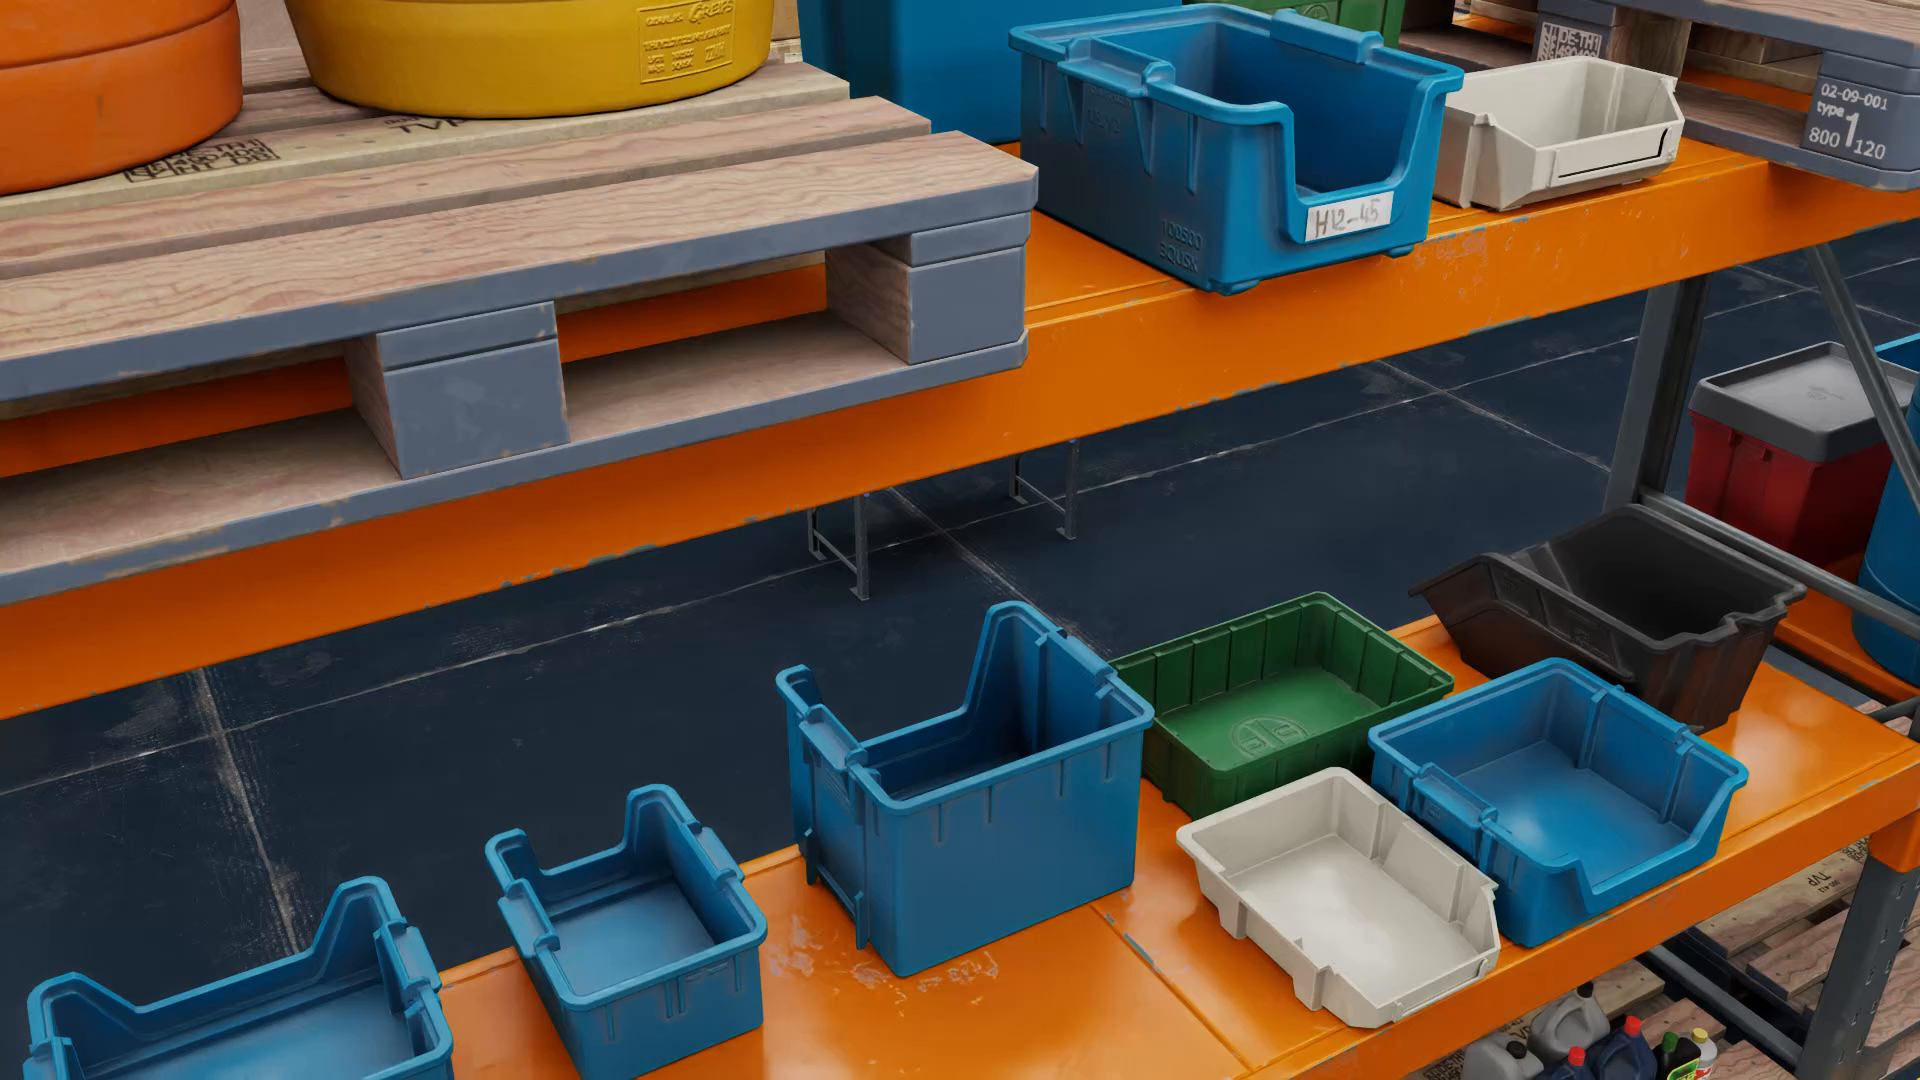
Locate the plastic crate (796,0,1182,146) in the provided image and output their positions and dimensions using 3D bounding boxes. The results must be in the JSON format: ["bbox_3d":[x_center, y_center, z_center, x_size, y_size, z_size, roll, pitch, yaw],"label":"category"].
[{"bbox_3d":[0.045,-0.852,2.602,0.575,0.384,0.392,-16,33,-26],"label":"plastic crate"}]

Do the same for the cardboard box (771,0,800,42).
[{"bbox_3d":[-0.883,-2.498,7.225,0.500,0.500,0.700,-16,33,-26],"label":"cardboard box"}]

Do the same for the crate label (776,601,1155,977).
[{"bbox_3d":[0.004,0.468,3.262,0.616,0.435,0.502,-16,33,-26],"label":"crate label"}]

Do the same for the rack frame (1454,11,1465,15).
[{"bbox_3d":[2.945,-2.976,9.539,0.127,3.000,1.000,-16,33,-26],"label":"rack frame"}]

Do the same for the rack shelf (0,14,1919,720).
[{"bbox_3d":[0.278,-0.442,2.586,4.000,0.370,1.077,-16,33,-26],"label":"rack shelf"}]

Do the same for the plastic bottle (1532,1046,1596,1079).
[{"bbox_3d":[1.428,1.359,3.969,0.185,0.351,0.144,-18,33,-29],"label":"plastic bottle"}]

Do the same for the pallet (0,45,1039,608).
[{"bbox_3d":[-0.683,-0.346,1.864,1.213,0.211,1.003,-16,33,-26],"label":"pallet"}]

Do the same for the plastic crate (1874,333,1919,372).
[{"bbox_3d":[2.796,-0.325,4.752,0.575,0.384,0.392,-16,33,-26],"label":"plastic crate"}]

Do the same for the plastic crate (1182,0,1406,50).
[{"bbox_3d":[0.504,-0.881,2.856,0.450,0.188,0.336,-16,33,-26],"label":"plastic crate"}]

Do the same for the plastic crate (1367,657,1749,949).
[{"bbox_3d":[1.186,0.516,3.364,0.616,0.251,0.499,-16,33,-26],"label":"plastic crate"}]

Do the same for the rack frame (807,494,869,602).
[{"bbox_3d":[-0.512,-0.511,6.624,0.032,1.500,0.500,-16,33,-26],"label":"rack frame"}]

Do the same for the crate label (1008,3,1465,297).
[{"bbox_3d":[0.335,-0.522,2.142,0.408,0.251,0.502,-16,33,-26],"label":"crate label"}]

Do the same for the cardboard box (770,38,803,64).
[{"bbox_3d":[-0.844,-2.110,7.193,0.250,0.149,0.380,-17,33,-27],"label":"cardboard box"}]

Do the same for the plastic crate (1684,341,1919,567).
[{"bbox_3d":[2.265,-0.207,4.454,0.583,0.464,0.402,-16,33,-26],"label":"plastic crate"}]

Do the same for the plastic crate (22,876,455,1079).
[{"bbox_3d":[-1.166,0.864,2.733,0.616,0.251,0.499,-16,33,-26],"label":"plastic crate"}]

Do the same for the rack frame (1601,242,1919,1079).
[{"bbox_3d":[2.003,0.067,4.024,0.127,3.000,1.000,-16,33,-26],"label":"rack frame"}]

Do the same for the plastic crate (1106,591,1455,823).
[{"bbox_3d":[0.689,0.375,3.686,0.662,0.188,0.450,-16,33,-26],"label":"plastic crate"}]

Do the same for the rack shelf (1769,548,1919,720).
[{"bbox_3d":[3.727,-0.107,5.085,4.000,0.370,1.077,-16,33,-26],"label":"rack shelf"}]

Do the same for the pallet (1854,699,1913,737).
[{"bbox_3d":[3.713,0.779,5.620,1.213,0.211,1.003,-16,33,-26],"label":"pallet"}]

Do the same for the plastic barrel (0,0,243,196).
[{"bbox_3d":[-1.091,-0.811,1.631,0.708,0.830,0.600,-16,33,-26],"label":"plastic barrel"}]

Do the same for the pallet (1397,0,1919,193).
[{"bbox_3d":[1.430,-0.946,2.951,1.003,0.211,1.213,-16,33,-26],"label":"pallet"}]

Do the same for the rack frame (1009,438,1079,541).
[{"bbox_3d":[0.365,-0.760,7.075,0.032,1.500,0.500,-16,33,-26],"label":"rack frame"}]

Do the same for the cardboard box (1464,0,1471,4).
[{"bbox_3d":[3.431,-3.405,9.778,0.700,0.500,0.500,22,36,34],"label":"cardboard box"}]

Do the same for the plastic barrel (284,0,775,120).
[{"bbox_3d":[-0.528,-0.865,1.980,0.600,0.588,0.600,0,29,0],"label":"plastic barrel"}]

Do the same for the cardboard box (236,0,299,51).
[{"bbox_3d":[-2.613,-2.007,6.335,0.500,0.500,0.700,-16,33,-26],"label":"cardboard box"}]

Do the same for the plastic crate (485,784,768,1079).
[{"bbox_3d":[-0.603,0.708,3.017,0.408,0.251,0.499,-16,33,-26],"label":"plastic crate"}]

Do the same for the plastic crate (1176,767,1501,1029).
[{"bbox_3d":[0.731,0.686,3.176,0.437,0.136,0.530,-16,33,-26],"label":"plastic crate"}]

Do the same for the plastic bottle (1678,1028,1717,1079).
[{"bbox_3d":[1.848,1.318,4.198,0.097,0.201,0.097,0,29,0],"label":"plastic bottle"}]

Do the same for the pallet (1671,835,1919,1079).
[{"bbox_3d":[2.660,1.080,5.075,1.213,0.211,1.003,-16,33,-26],"label":"pallet"}]

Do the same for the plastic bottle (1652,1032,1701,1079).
[{"bbox_3d":[1.755,1.319,4.112,0.133,0.283,0.061,-14,32,-24],"label":"plastic bottle"}]

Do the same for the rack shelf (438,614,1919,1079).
[{"bbox_3d":[0.278,0.872,3.311,4.000,0.370,1.077,-16,33,-26],"label":"rack shelf"}]

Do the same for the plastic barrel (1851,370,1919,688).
[{"bbox_3d":[2.489,-0.121,3.845,0.708,0.901,0.600,-16,33,-26],"label":"plastic barrel"}]

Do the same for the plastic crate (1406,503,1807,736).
[{"bbox_3d":[1.487,0.169,3.903,0.504,0.338,0.767,-16,33,-26],"label":"plastic crate"}]

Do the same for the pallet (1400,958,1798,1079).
[{"bbox_3d":[1.402,1.435,4.431,1.213,0.211,1.003,-16,33,-26],"label":"pallet"}]

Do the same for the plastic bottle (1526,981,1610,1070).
[{"bbox_3d":[1.520,1.252,4.163,0.185,0.351,0.144,-16,33,-26],"label":"plastic bottle"}]

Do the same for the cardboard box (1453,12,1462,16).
[{"bbox_3d":[2.609,-2.867,9.432,0.500,0.311,0.500,-14,32,-23],"label":"cardboard box"}]

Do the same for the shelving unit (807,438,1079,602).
[{"bbox_3d":[-0.074,-0.636,6.850,1.048,1.500,0.538,-16,33,-26],"label":"shelving unit"}]

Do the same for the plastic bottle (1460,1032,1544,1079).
[{"bbox_3d":[1.331,1.336,4.088,0.135,0.276,0.152,-16,33,-26],"label":"plastic bottle"}]

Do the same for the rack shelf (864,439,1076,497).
[{"bbox_3d":[-0.074,-0.478,6.937,1.000,0.185,0.538,-16,33,-26],"label":"rack shelf"}]

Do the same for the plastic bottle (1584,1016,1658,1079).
[{"bbox_3d":[1.593,1.312,4.054,0.185,0.351,0.144,-17,33,-28],"label":"plastic bottle"}]

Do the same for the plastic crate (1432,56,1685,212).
[{"bbox_3d":[0.824,-0.569,2.346,0.396,0.136,0.243,-16,33,-26],"label":"plastic crate"}]

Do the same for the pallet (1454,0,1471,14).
[{"bbox_3d":[3.494,-3.088,9.939,1.003,0.211,1.213,-16,33,-26],"label":"pallet"}]
